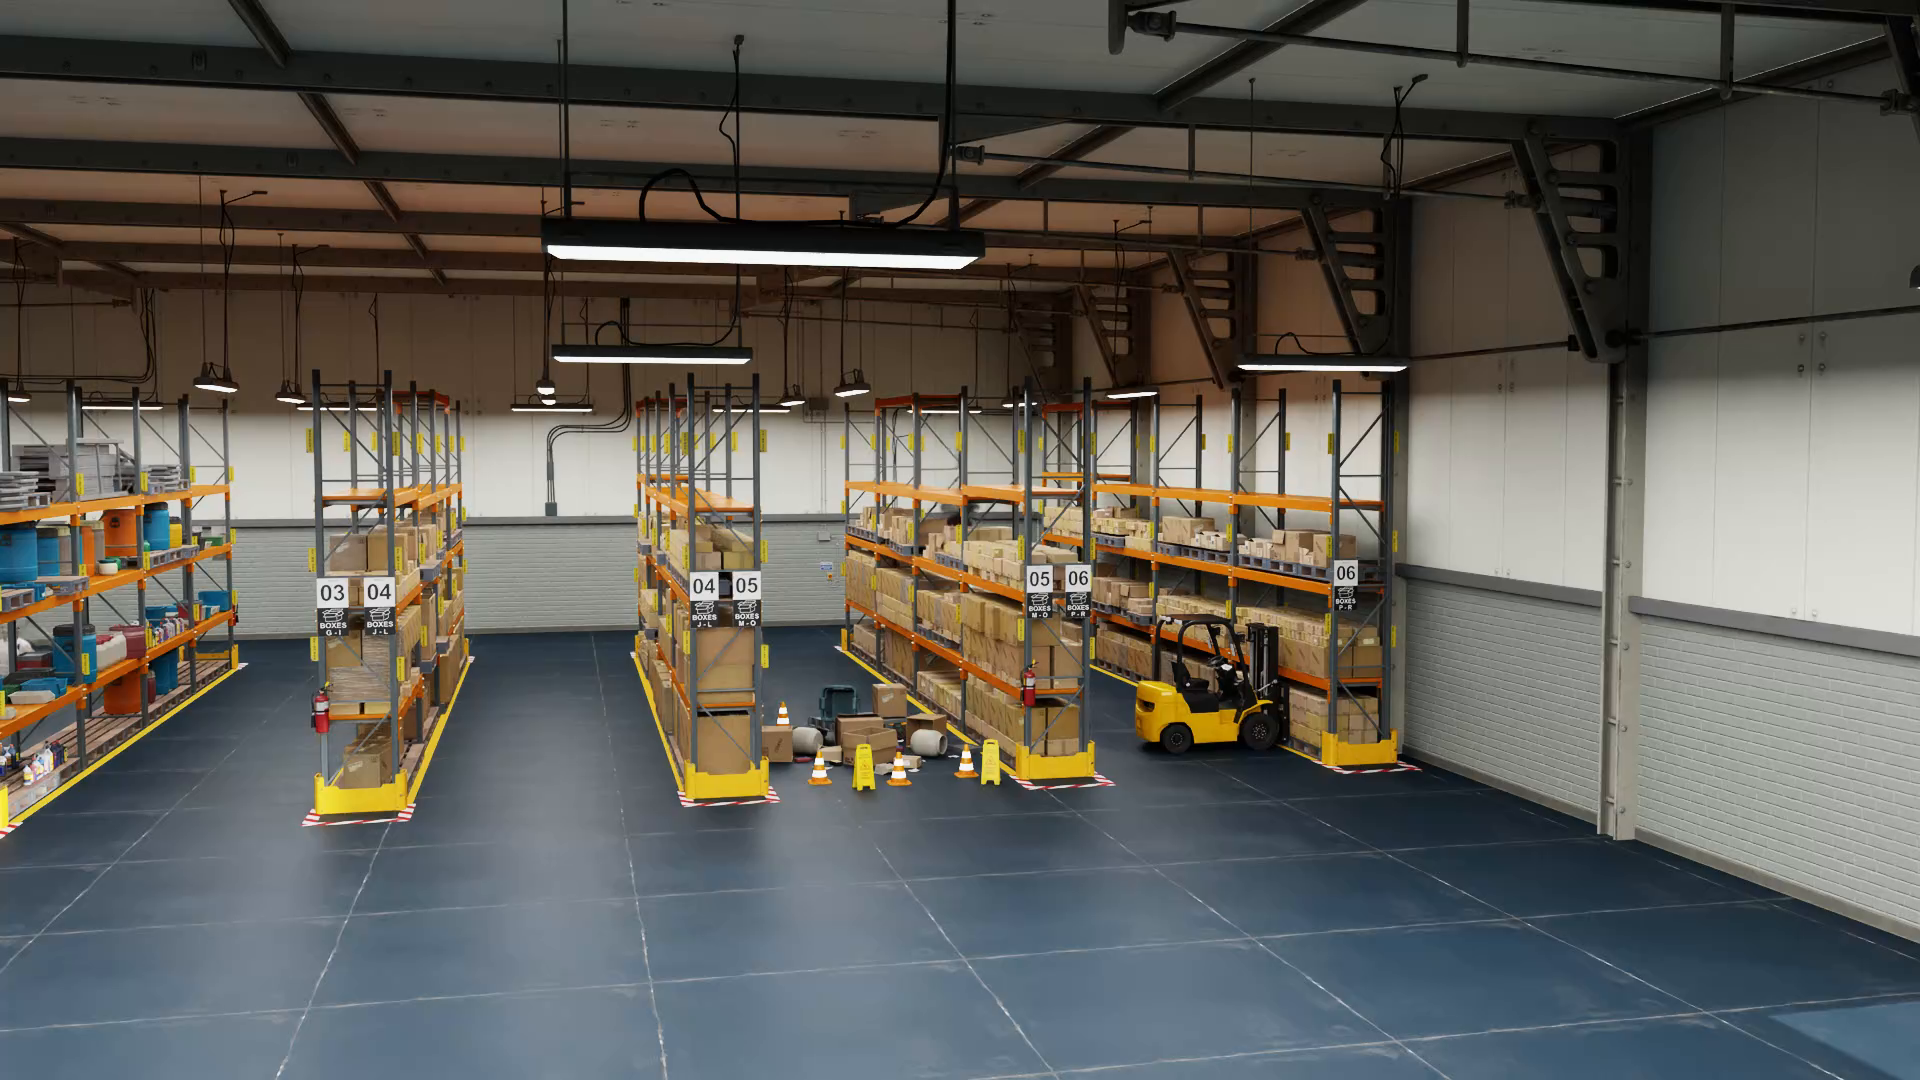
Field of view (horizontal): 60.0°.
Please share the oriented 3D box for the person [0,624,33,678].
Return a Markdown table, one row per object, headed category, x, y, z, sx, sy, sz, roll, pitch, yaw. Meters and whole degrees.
| category | x | y | z | sx | sy | sz | roll | pitch | yaw |
| --- | --- | --- | --- | --- | --- | --- | --- | --- | --- |
| person | -16.996 | 2.416 | 29.753 | 0.640 | 1.847 | 0.795 | -1 | 3 | -13 |
